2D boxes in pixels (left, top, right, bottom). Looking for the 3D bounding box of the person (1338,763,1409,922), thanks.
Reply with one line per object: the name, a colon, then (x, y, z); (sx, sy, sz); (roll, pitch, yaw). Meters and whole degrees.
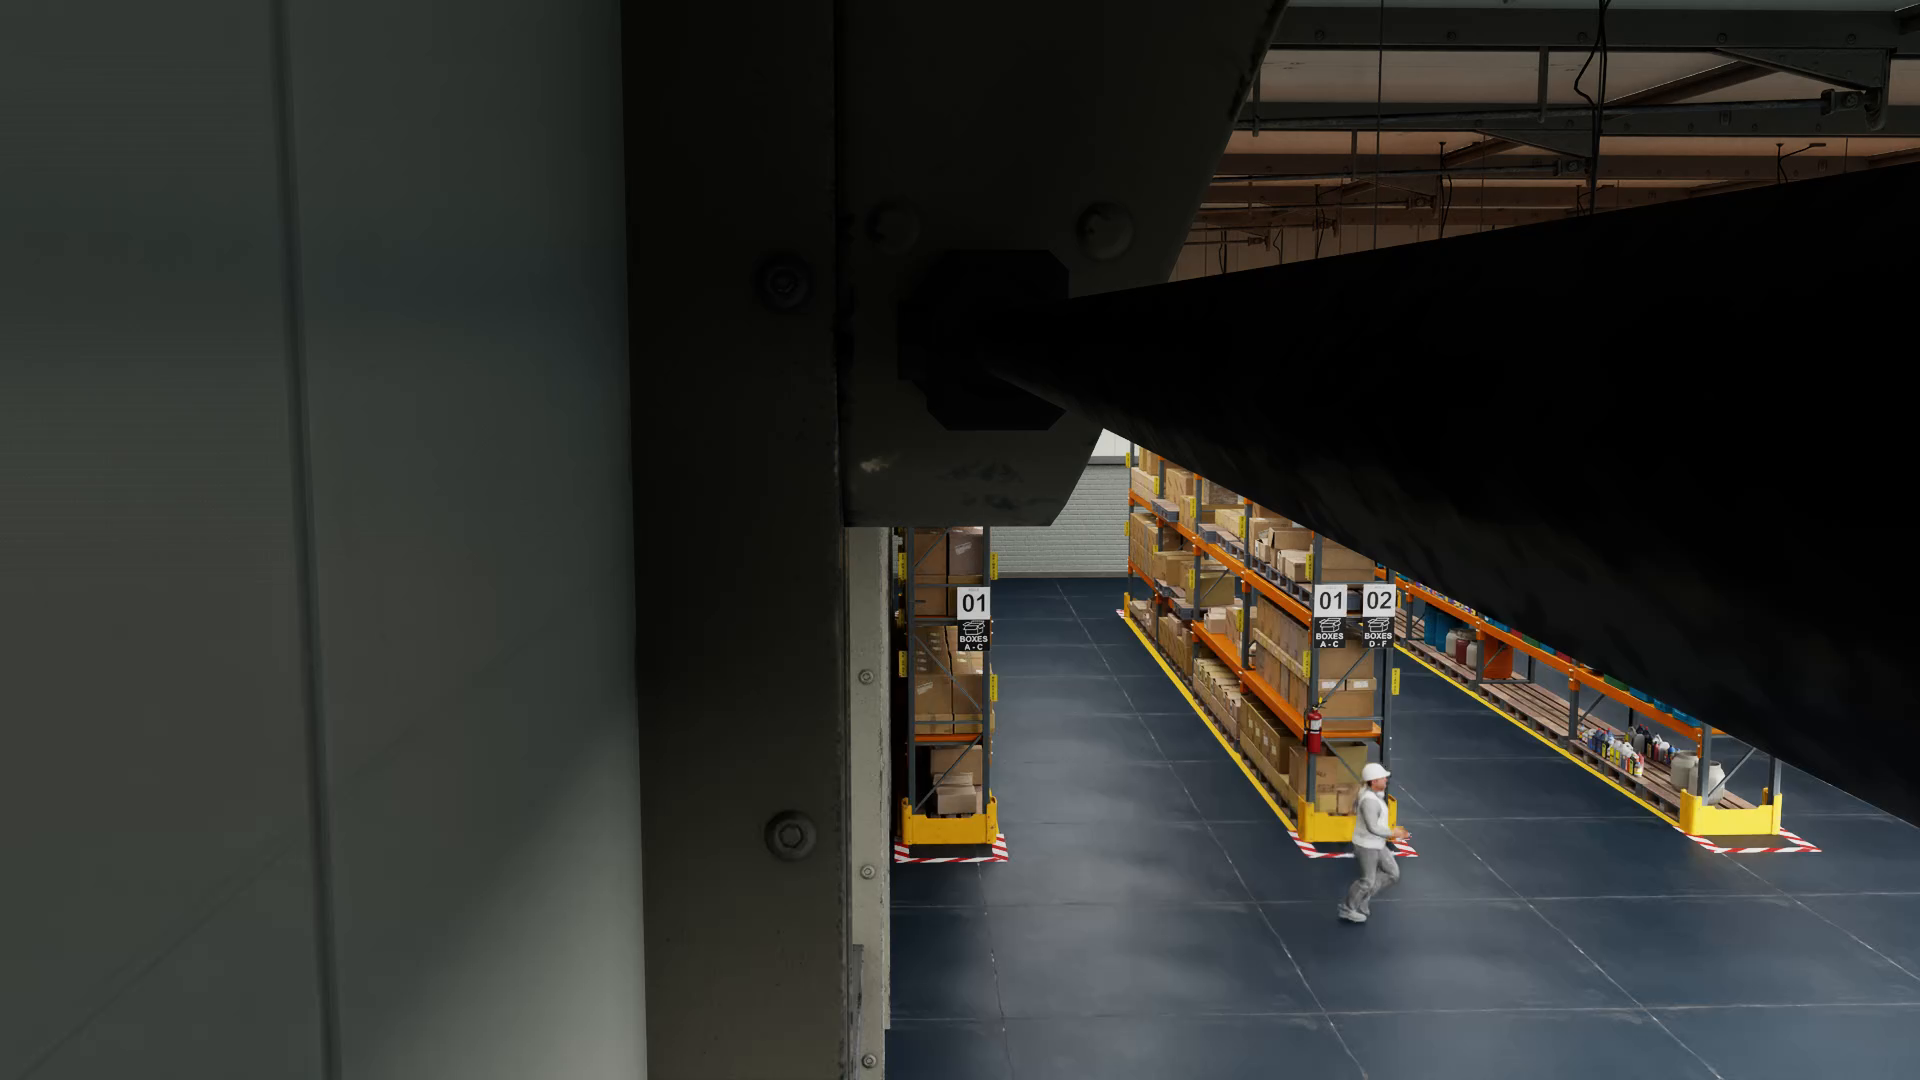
person: (4.398, 3.208, 17.650); (0.719, 1.730, 0.632); (3, 8, 20)
